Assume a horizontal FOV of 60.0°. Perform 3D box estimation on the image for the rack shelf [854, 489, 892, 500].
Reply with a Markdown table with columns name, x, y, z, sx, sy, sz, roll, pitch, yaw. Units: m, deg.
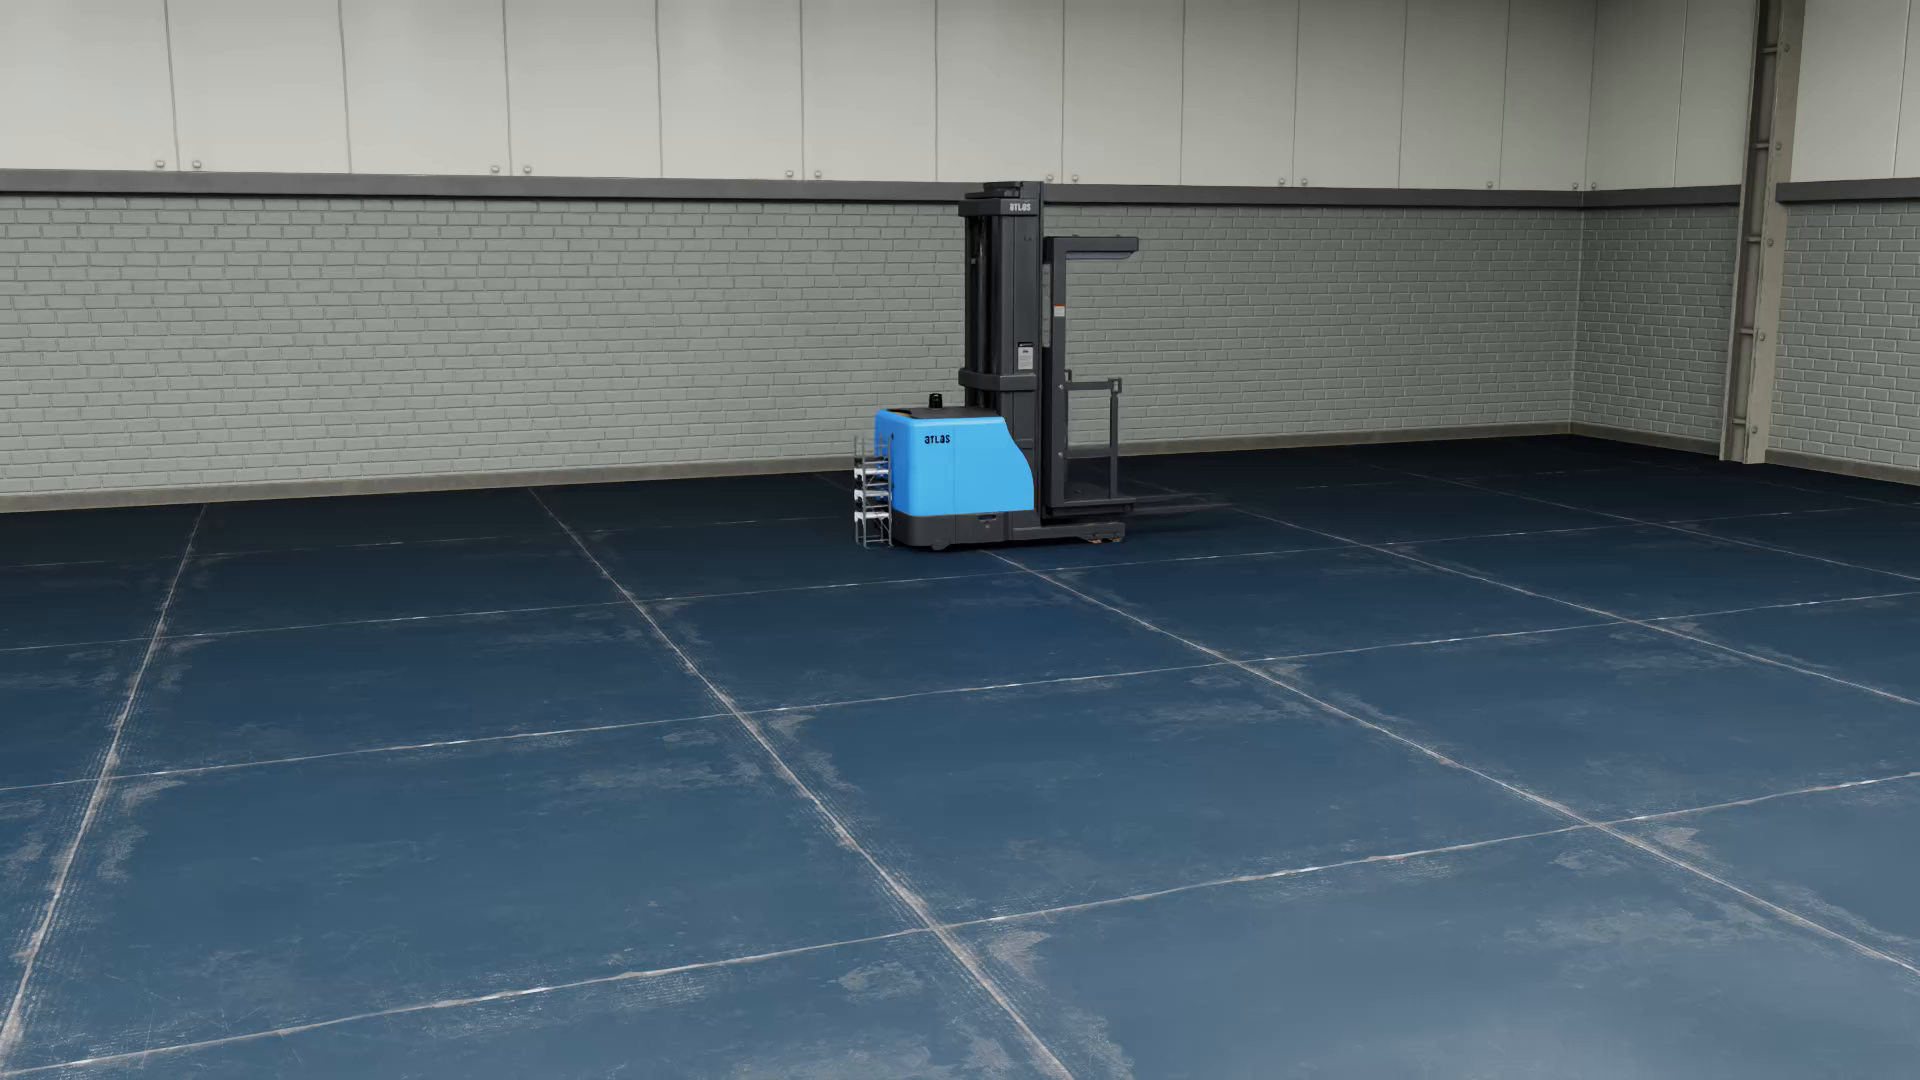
| name | x | y | z | sx | sy | sz | roll | pitch | yaw |
| --- | --- | --- | --- | --- | --- | --- | --- | --- | --- |
| rack shelf | -0.710 | -0.362 | 13.575 | 0.258 | 0.077 | 0.200 | -4 | 11 | -22 |

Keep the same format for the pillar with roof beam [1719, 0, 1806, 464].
| name | x | y | z | sx | sy | sz | roll | pitch | yaw |
| --- | --- | --- | --- | --- | --- | --- | --- | --- | --- |
| pillar with roof beam | 4.919 | -5.057 | 16.656 | 9.100 | 9.000 | 0.400 | -4 | 11 | -21 |

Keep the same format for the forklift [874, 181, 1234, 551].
| name | x | y | z | sx | sy | sz | roll | pitch | yaw |
| --- | --- | --- | --- | --- | --- | --- | --- | --- | --- |
| forklift | 0.845 | -1.496 | 13.961 | 3.031 | 2.935 | 1.130 | -4 | 11 | -20 |

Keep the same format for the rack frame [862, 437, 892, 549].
| name | x | y | z | sx | sy | sz | roll | pitch | yaw |
| --- | --- | --- | --- | --- | --- | --- | --- | --- | --- |
| rack frame | -0.672 | -0.378 | 13.477 | 0.240 | 0.900 | 0.006 | -4 | 11 | -22 |

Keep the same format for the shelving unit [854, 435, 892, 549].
| name | x | y | z | sx | sy | sz | roll | pitch | yaw |
| --- | --- | --- | --- | --- | --- | --- | --- | --- | --- |
| shelving unit | -0.710 | -0.395 | 13.569 | 0.258 | 0.900 | 0.210 | -4 | 11 | -22 |

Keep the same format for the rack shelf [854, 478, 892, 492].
| name | x | y | z | sx | sy | sz | roll | pitch | yaw |
| --- | --- | --- | --- | --- | --- | --- | --- | --- | --- |
| rack shelf | -0.710 | -0.450 | 13.560 | 0.258 | 0.077 | 0.200 | -4 | 11 | -22 |

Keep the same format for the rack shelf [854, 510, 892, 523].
| name | x | y | z | sx | sy | sz | roll | pitch | yaw |
| --- | --- | --- | --- | --- | --- | --- | --- | --- | --- |
| rack shelf | -0.710 | -0.185 | 13.607 | 0.258 | 0.077 | 0.200 | -4 | 11 | -22 |

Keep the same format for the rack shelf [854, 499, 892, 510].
| name | x | y | z | sx | sy | sz | roll | pitch | yaw |
| --- | --- | --- | --- | --- | --- | --- | --- | --- | --- |
| rack shelf | -0.710 | -0.273 | 13.591 | 0.258 | 0.077 | 0.200 | -4 | 11 | -22 |

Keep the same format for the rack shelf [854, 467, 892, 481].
| name | x | y | z | sx | sy | sz | roll | pitch | yaw |
| --- | --- | --- | --- | --- | --- | --- | --- | --- | --- |
| rack shelf | -0.710 | -0.539 | 13.544 | 0.258 | 0.077 | 0.200 | -4 | 11 | -22 |

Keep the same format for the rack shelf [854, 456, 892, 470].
| name | x | y | z | sx | sy | sz | roll | pitch | yaw |
| --- | --- | --- | --- | --- | --- | --- | --- | --- | --- |
| rack shelf | -0.710 | -0.628 | 13.528 | 0.258 | 0.077 | 0.200 | -4 | 11 | -22 |

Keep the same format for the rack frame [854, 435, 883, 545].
| name | x | y | z | sx | sy | sz | roll | pitch | yaw |
| --- | --- | --- | --- | --- | --- | --- | --- | --- | --- |
| rack frame | -0.748 | -0.411 | 13.662 | 0.240 | 0.900 | 0.006 | -4 | 11 | -22 |
